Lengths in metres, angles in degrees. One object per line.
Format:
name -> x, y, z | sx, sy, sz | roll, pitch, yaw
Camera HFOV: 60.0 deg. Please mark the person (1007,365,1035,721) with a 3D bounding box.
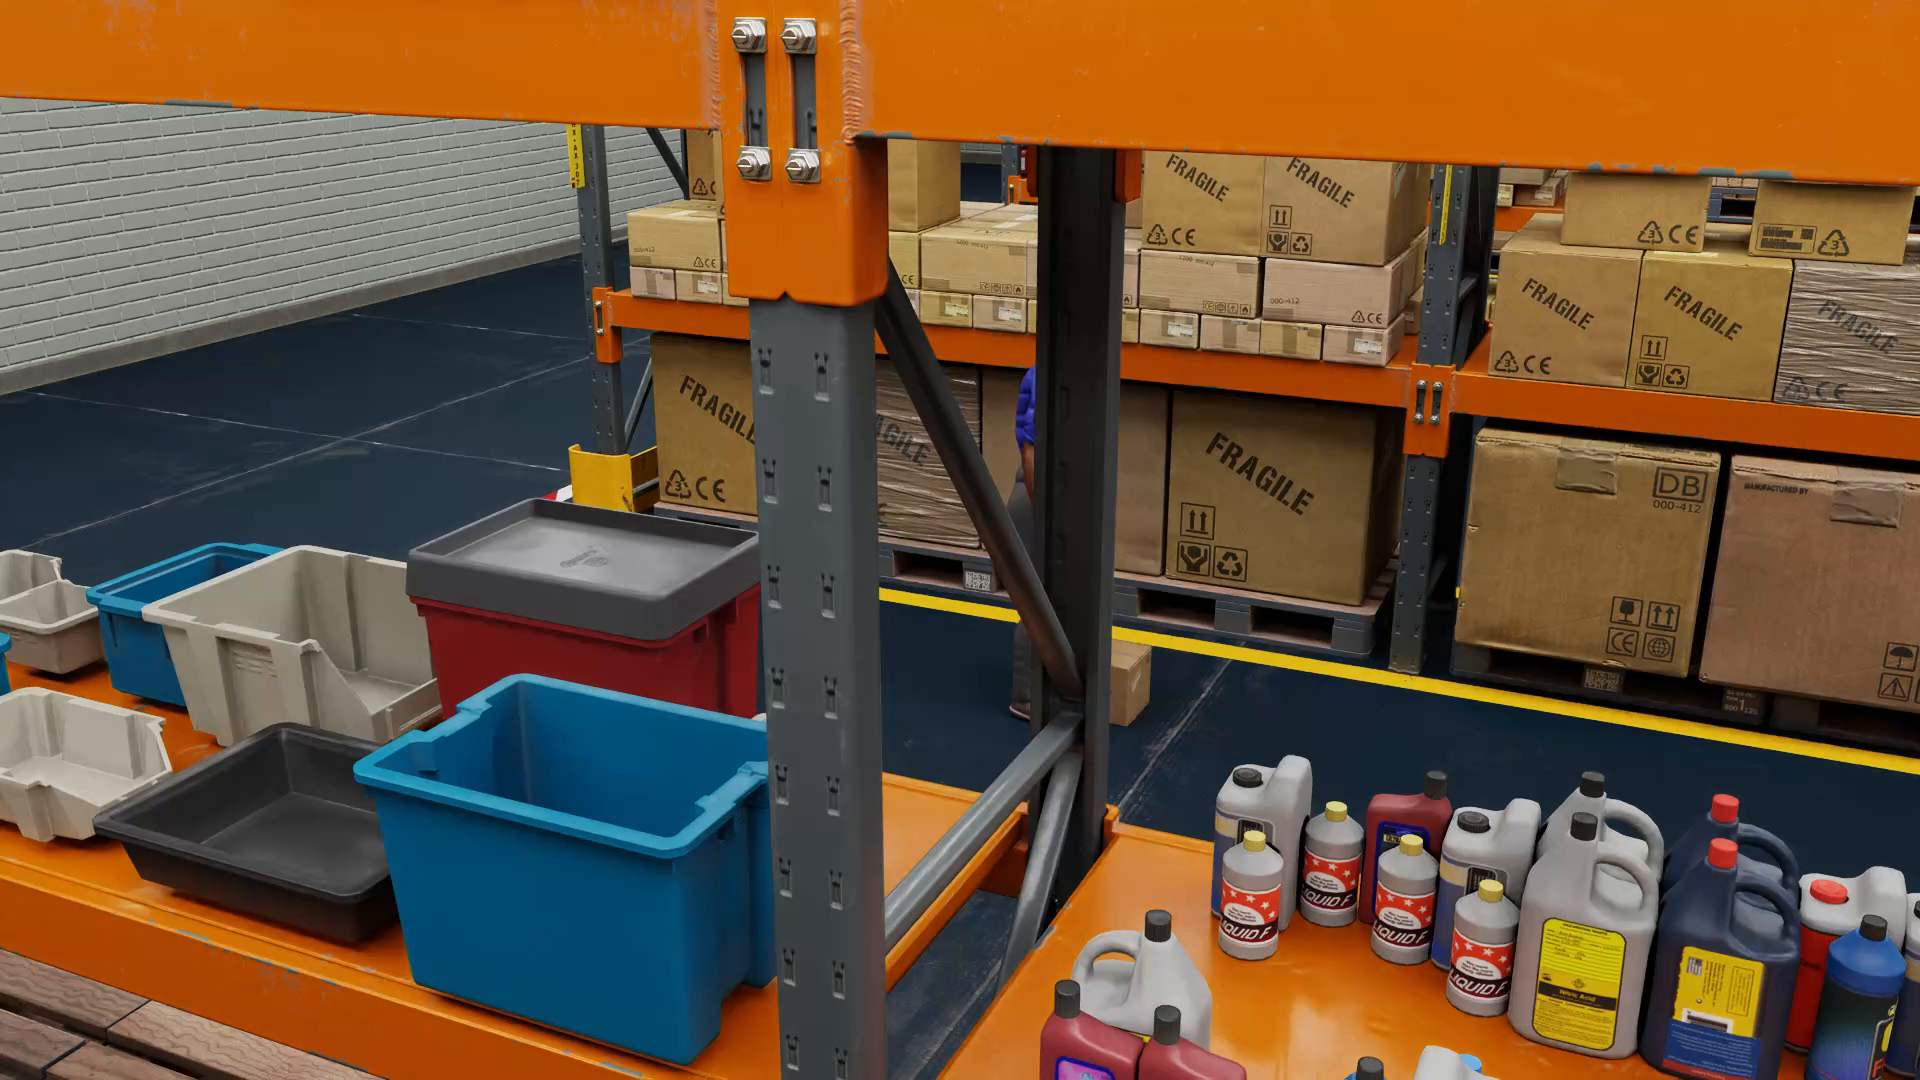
person -> 0.370, -0.120, 6.441 | 0.351, 1.640, 0.533 | 7, 20, 20
